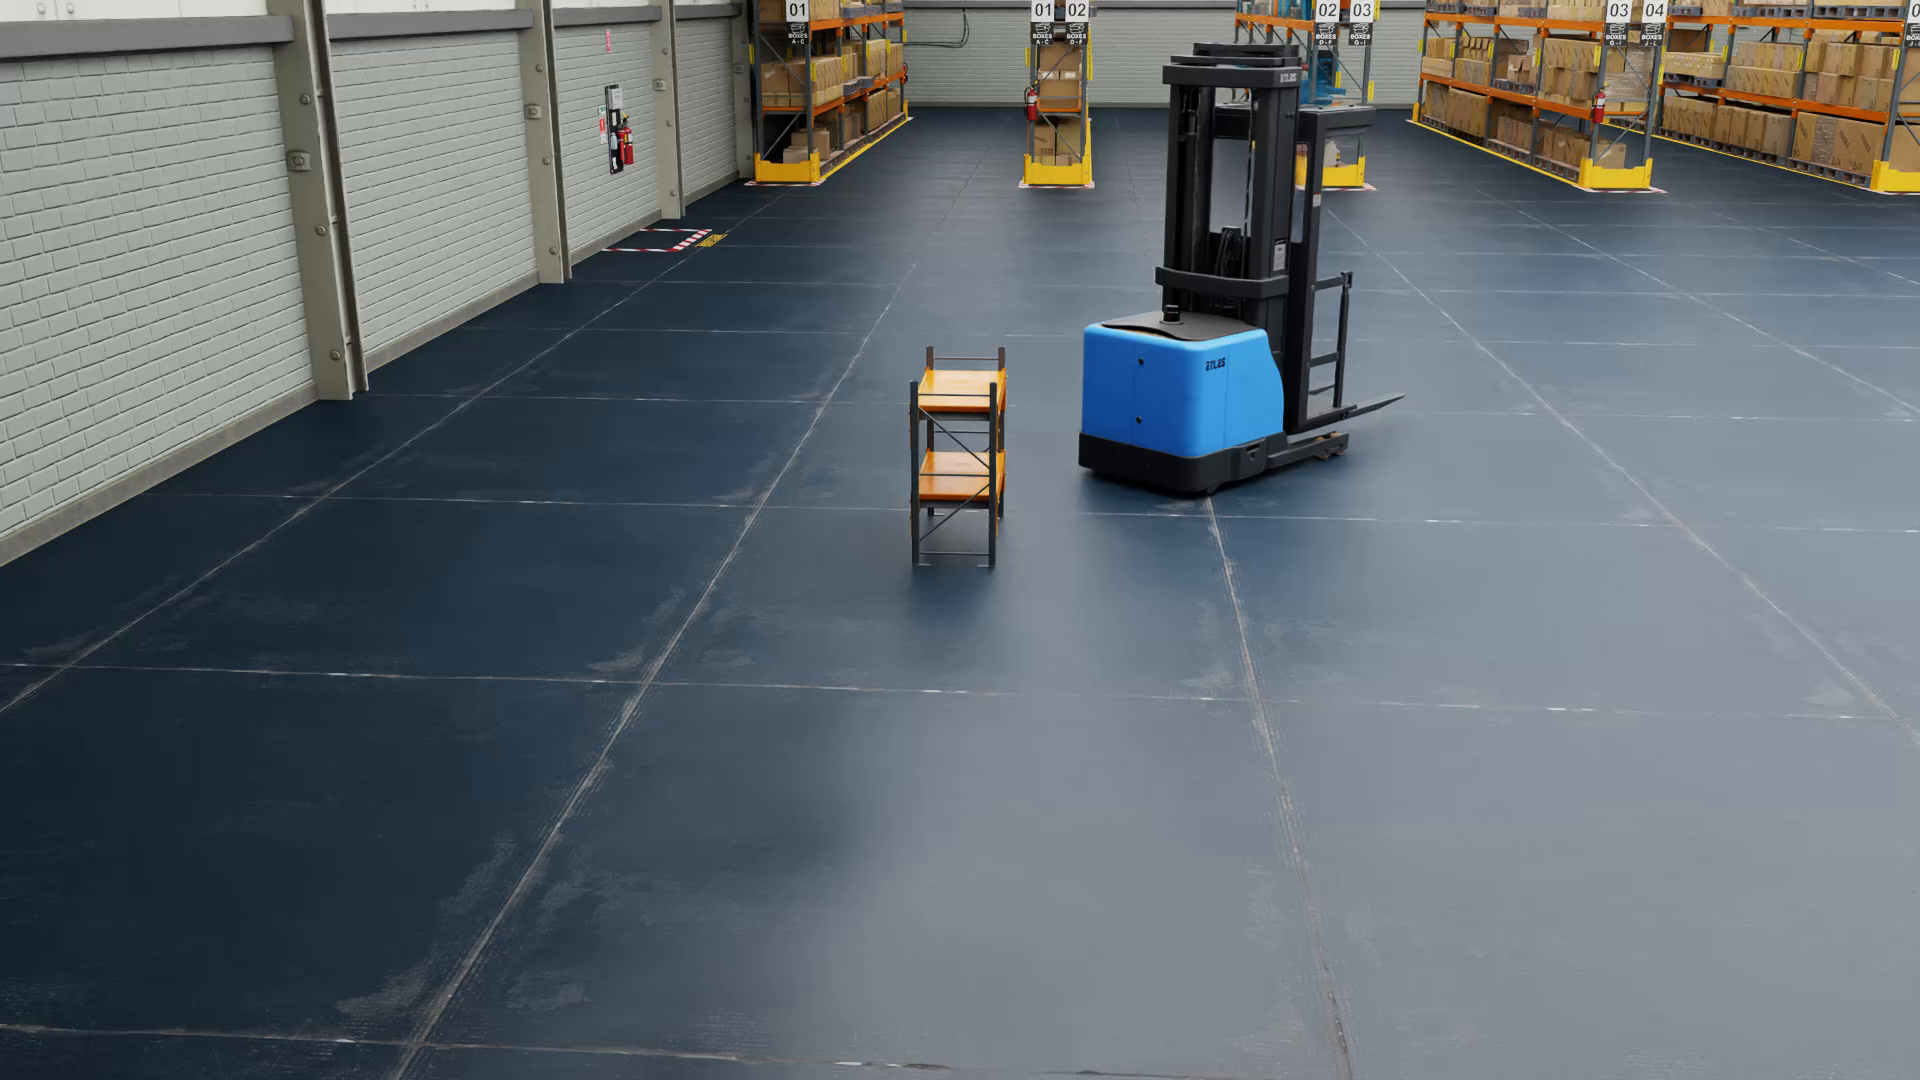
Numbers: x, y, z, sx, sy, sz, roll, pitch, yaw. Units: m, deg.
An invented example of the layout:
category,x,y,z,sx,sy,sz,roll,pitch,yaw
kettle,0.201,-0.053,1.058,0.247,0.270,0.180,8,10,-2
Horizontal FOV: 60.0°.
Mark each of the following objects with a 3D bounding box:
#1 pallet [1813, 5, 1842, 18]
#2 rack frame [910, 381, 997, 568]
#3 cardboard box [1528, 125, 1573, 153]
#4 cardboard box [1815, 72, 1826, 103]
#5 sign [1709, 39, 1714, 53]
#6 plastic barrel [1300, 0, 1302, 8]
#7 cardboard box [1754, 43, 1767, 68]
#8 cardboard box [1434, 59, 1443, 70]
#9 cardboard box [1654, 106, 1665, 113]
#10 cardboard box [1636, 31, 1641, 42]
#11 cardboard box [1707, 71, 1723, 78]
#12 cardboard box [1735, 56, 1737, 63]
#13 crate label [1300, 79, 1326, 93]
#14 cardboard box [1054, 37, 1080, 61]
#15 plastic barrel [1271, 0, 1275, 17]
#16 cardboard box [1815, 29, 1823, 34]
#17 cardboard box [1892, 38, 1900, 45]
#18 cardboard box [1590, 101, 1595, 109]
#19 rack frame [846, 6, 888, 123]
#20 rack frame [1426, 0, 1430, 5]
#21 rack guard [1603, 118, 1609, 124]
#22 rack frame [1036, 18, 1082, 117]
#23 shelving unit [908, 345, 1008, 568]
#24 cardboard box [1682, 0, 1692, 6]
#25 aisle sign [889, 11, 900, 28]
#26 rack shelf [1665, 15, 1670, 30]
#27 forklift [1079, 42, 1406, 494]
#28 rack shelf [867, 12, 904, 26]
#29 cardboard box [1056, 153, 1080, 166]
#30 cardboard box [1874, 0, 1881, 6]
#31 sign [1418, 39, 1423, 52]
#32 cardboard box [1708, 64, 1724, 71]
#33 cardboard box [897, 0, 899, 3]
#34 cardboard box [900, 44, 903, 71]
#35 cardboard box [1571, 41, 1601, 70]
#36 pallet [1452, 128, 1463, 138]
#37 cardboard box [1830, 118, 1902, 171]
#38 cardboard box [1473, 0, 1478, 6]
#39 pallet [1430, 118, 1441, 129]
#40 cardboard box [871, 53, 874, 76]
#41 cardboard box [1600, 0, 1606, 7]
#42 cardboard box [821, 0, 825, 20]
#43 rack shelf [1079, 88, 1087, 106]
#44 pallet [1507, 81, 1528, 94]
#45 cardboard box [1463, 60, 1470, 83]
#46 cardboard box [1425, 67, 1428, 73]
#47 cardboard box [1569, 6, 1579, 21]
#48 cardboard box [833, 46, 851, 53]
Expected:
category,x,y,z,sx,sy,sz,roll,pitch,yaw
pallet,16.794,-9.925,31.219,1.003,0.211,1.213,1,18,4
rack frame,-0.036,-0.379,9.772,0.500,1.125,0.032,1,18,4
cardboard box,11.989,-8.149,33.782,0.700,0.500,0.500,0,18,0
cardboard box,16.832,-8.580,31.551,0.875,0.550,0.550,1,18,4
sign,17.991,-11.819,39.815,0.100,0.325,0.005,1,18,4
plastic barrel,6.805,-10.604,31.672,0.600,0.901,0.708,1,18,4
cardboard box,17.039,-10.104,34.677,0.700,0.500,0.500,1,18,3
cardboard box,12.378,-12.112,42.331,0.500,0.250,0.500,1,18,3
cardboard box,17.203,-10.524,40.671,0.380,0.149,0.250,2,18,5
cardboard box,17.304,-12.576,41.743,0.500,0.500,0.500,1,18,2
cardboard box,16.727,-10.281,36.711,0.380,0.149,0.250,2,18,5
cardboard box,17.393,-10.623,36.800,0.380,0.149,0.250,1,18,2
crate label,6.559,-8.400,31.185,0.502,0.435,0.616,1,18,4
cardboard box,2.017,-9.686,32.921,0.700,0.500,0.500,1,18,4
plastic barrel,6.995,-11.704,35.701,0.600,0.901,0.600,0,18,0
cardboard box,22.367,-13.170,42.990,0.380,0.149,0.250,2,18,5
cardboard box,22.054,-11.434,38.736,0.500,0.500,0.500,1,18,4
cardboard box,11.470,-7.746,29.650,0.380,0.149,0.250,1,18,4
rack frame,-2.325,-11.754,41.476,1.000,3.000,0.127,1,18,4
rack frame,12.784,-15.515,43.321,1.000,3.000,0.127,1,18,4
rack guard,17.718,-11.311,44.139,1.175,0.500,0.348,1,18,4
rack frame,2.043,-9.160,33.559,1.000,3.000,0.127,1,18,4
shelving unit,0.000,-0.537,10.254,0.538,1.125,1.048,1,18,4
cardboard box,17.164,-12.594,38.692,0.500,0.311,0.500,1,18,3
aisle sign,-1.734,-14.247,44.910,0.394,0.787,0.004,1,18,4
rack shelf,17.580,-12.985,41.571,1.077,0.370,4.000,1,18,4
forklift,2.244,-2.080,12.064,3.031,2.935,1.130,-17,25,-42
rack shelf,-2.181,-13.458,43.017,1.077,0.370,4.000,1,18,4
cardboard box,2.017,-6.972,30.624,0.500,0.250,0.500,1,18,4
cardboard box,16.318,-9.453,29.207,0.380,0.149,0.250,1,18,4
sign,12.231,-13.128,44.151,0.100,0.325,0.005,1,18,4
cardboard box,16.731,-10.423,36.665,0.380,0.149,0.250,2,18,5
cardboard box,-1.862,-14.202,43.537,0.500,0.250,0.500,1,18,2
cardboard box,-2.065,-12.980,44.737,0.980,0.700,0.700,2,18,6
cardboard box,11.498,-8.846,30.358,0.500,0.500,0.500,1,18,4
pallet,12.517,-9.855,40.161,1.003,0.211,1.213,1,18,4
cardboard box,16.620,-7.228,30.403,0.875,0.875,0.875,1,18,3
cardboard box,12.329,-12.666,38.911,0.500,0.311,0.500,1,18,2
pallet,12.714,-10.711,42.773,1.003,0.211,1.213,1,18,4
cardboard box,-2.275,-11.017,38.558,0.500,0.500,0.500,2,18,6
cardboard box,11.345,-9.332,28.868,0.380,0.149,0.250,1,18,4
cardboard box,-2.804,-9.935,30.915,0.500,0.500,0.500,2,18,6
rack shelf,2.186,-9.439,35.567,1.077,0.370,4.000,1,18,4
pallet,12.109,-9.473,34.823,1.003,0.211,1.213,1,18,4
cardboard box,12.143,-11.021,39.078,0.500,0.500,0.500,1,18,3
cardboard box,12.394,-12.283,43.494,0.380,0.149,0.250,1,18,3
cardboard box,11.527,-9.675,30.556,0.500,0.250,0.500,1,18,3
cardboard box,-2.615,-10.868,36.865,0.380,0.149,0.250,-2,18,-5
